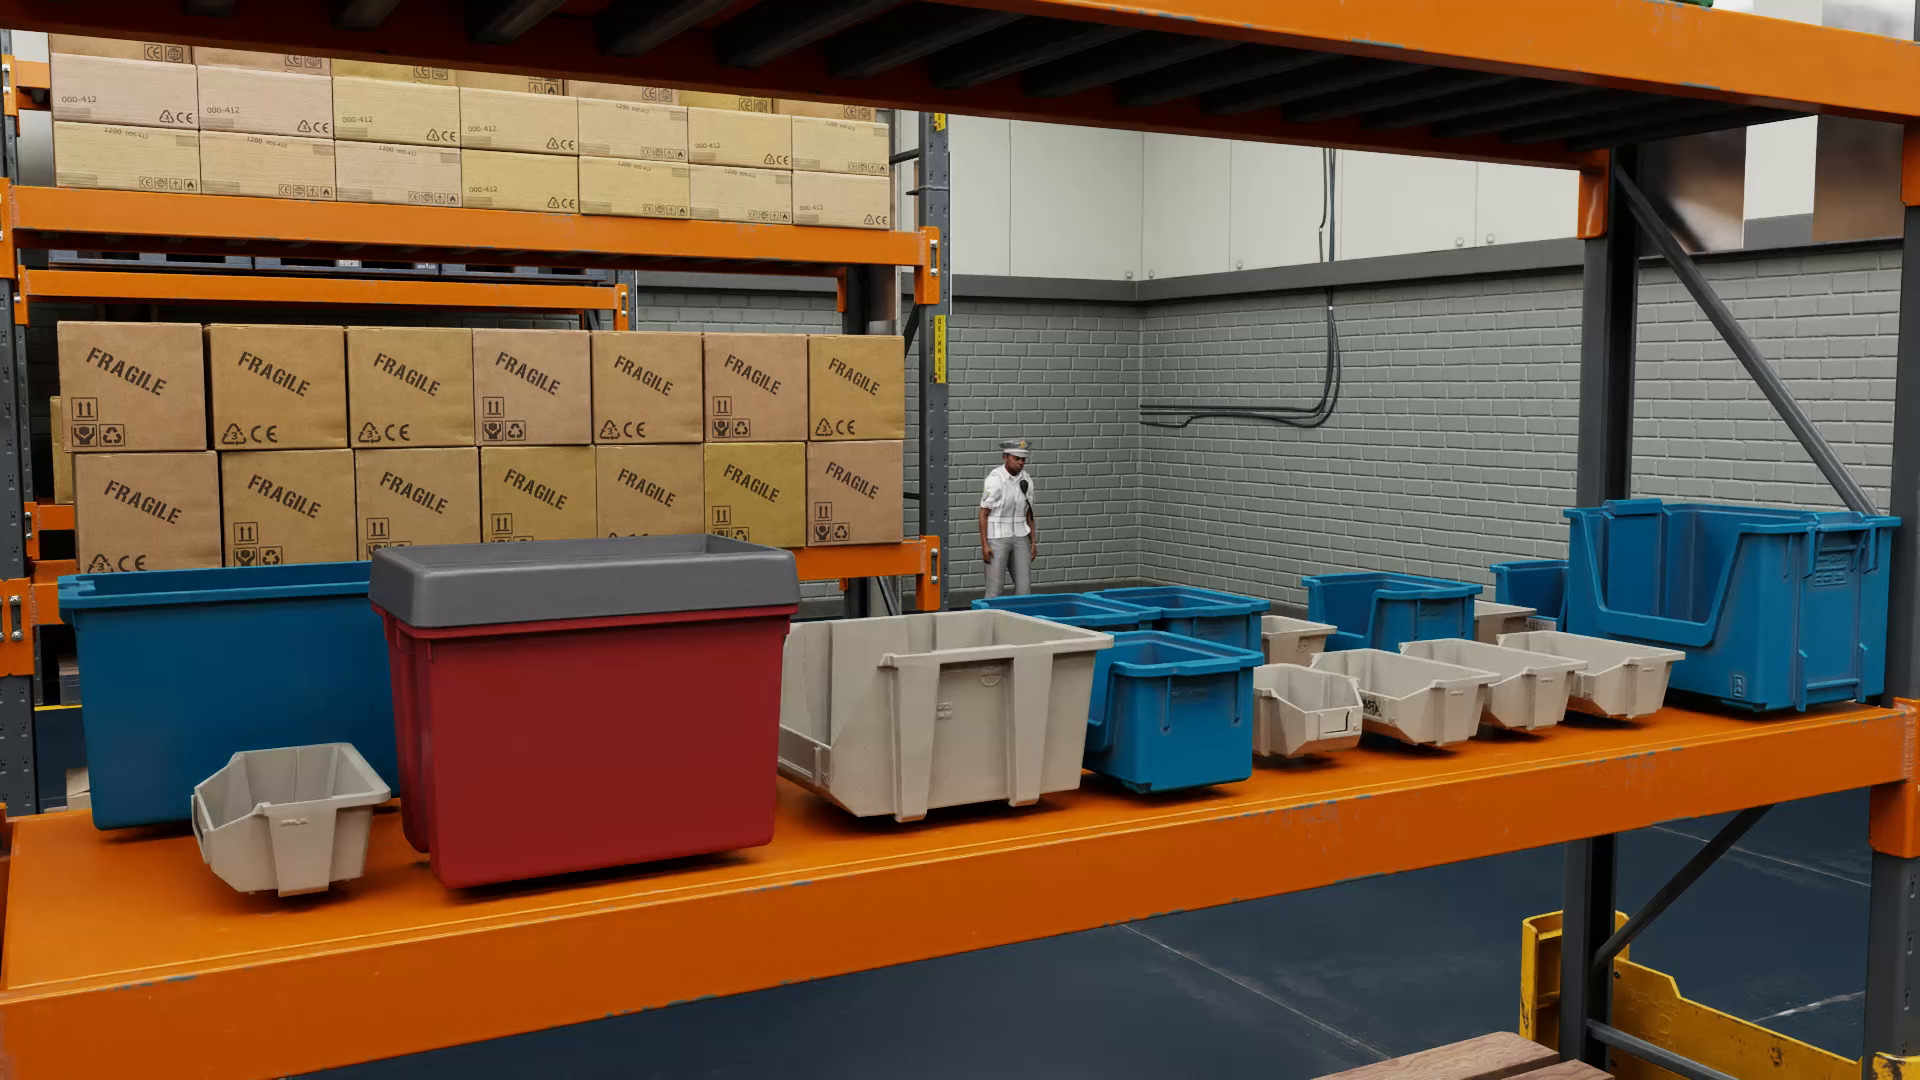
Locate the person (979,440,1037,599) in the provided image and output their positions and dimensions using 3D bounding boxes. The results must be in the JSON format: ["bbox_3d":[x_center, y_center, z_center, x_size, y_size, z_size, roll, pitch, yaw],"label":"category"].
[{"bbox_3d":[0.382,0.041,13.062,0.504,1.658,0.419,-3,6,-28],"label":"person"}]
